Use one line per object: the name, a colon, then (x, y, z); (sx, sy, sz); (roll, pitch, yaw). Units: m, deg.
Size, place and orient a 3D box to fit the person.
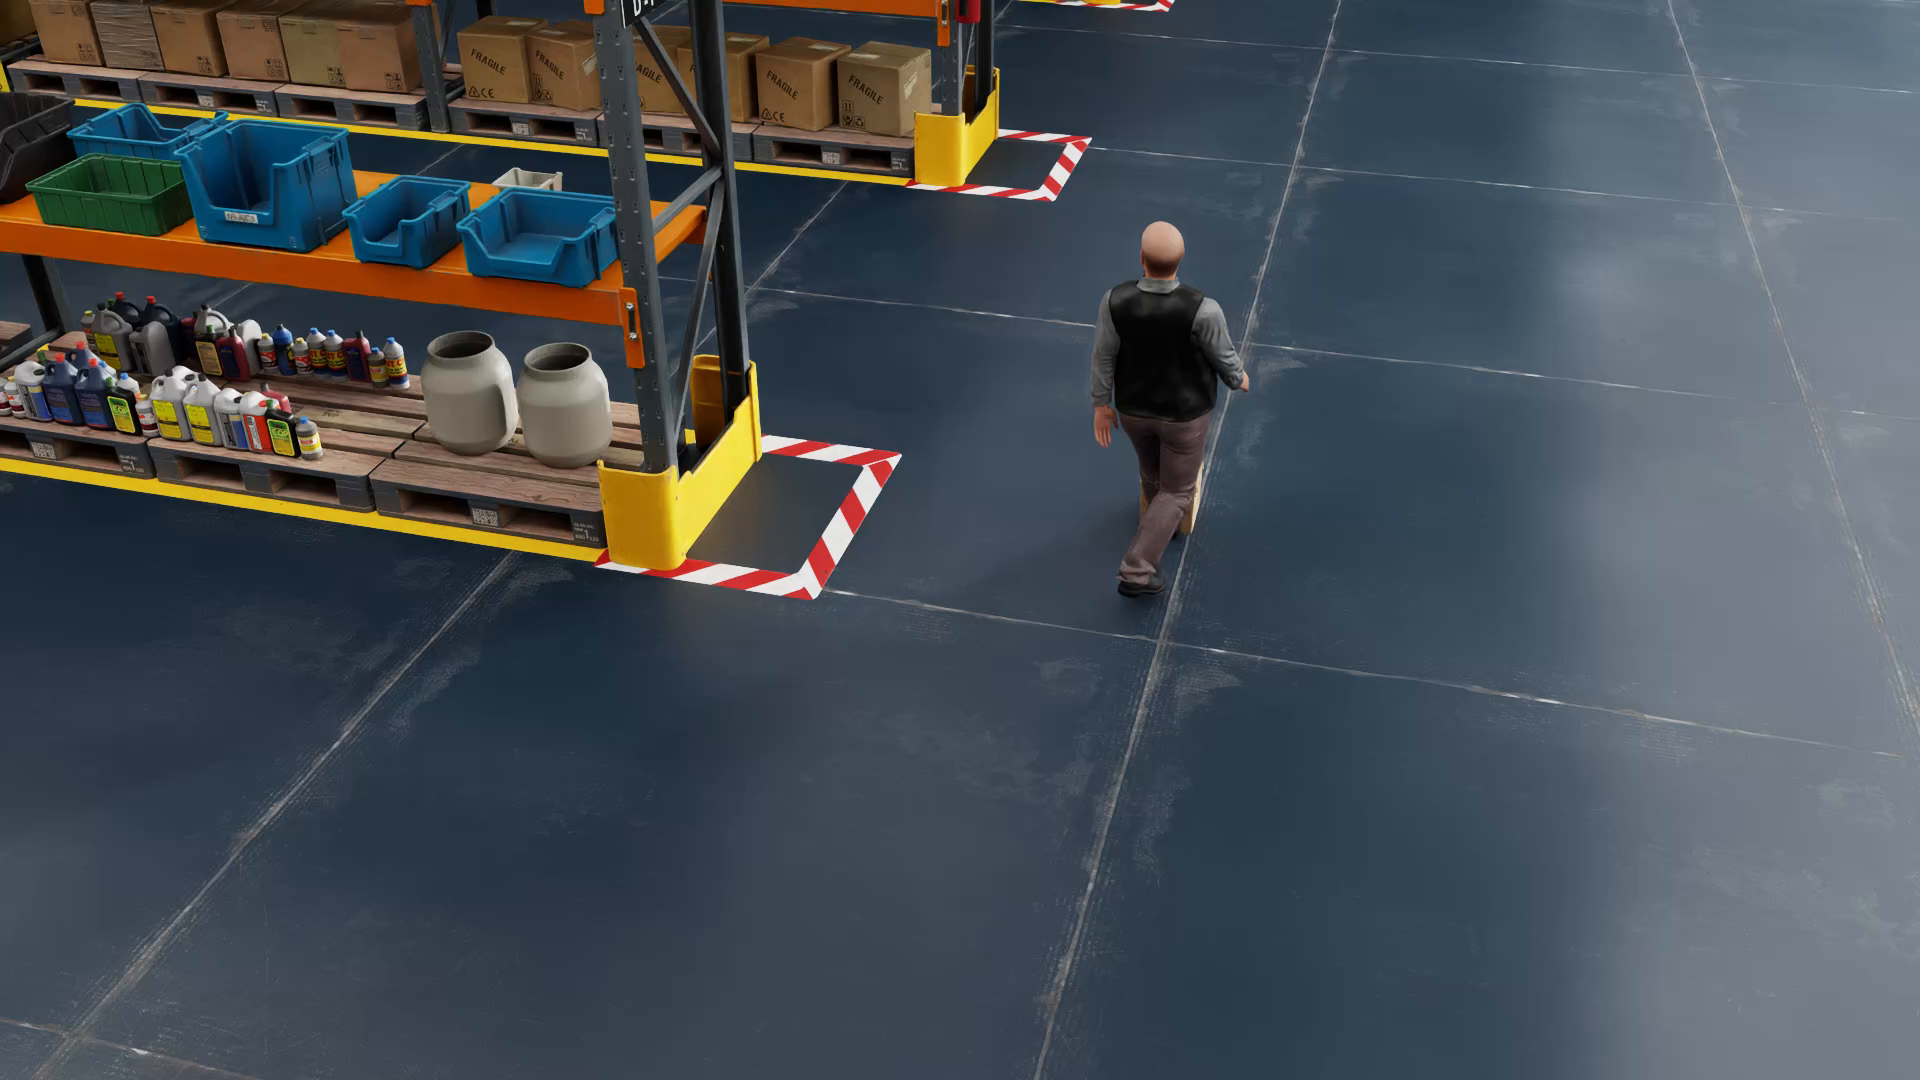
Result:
person: (0.905, -0.608, 7.141); (0.590, 1.676, 0.941); (15, 36, 22)
